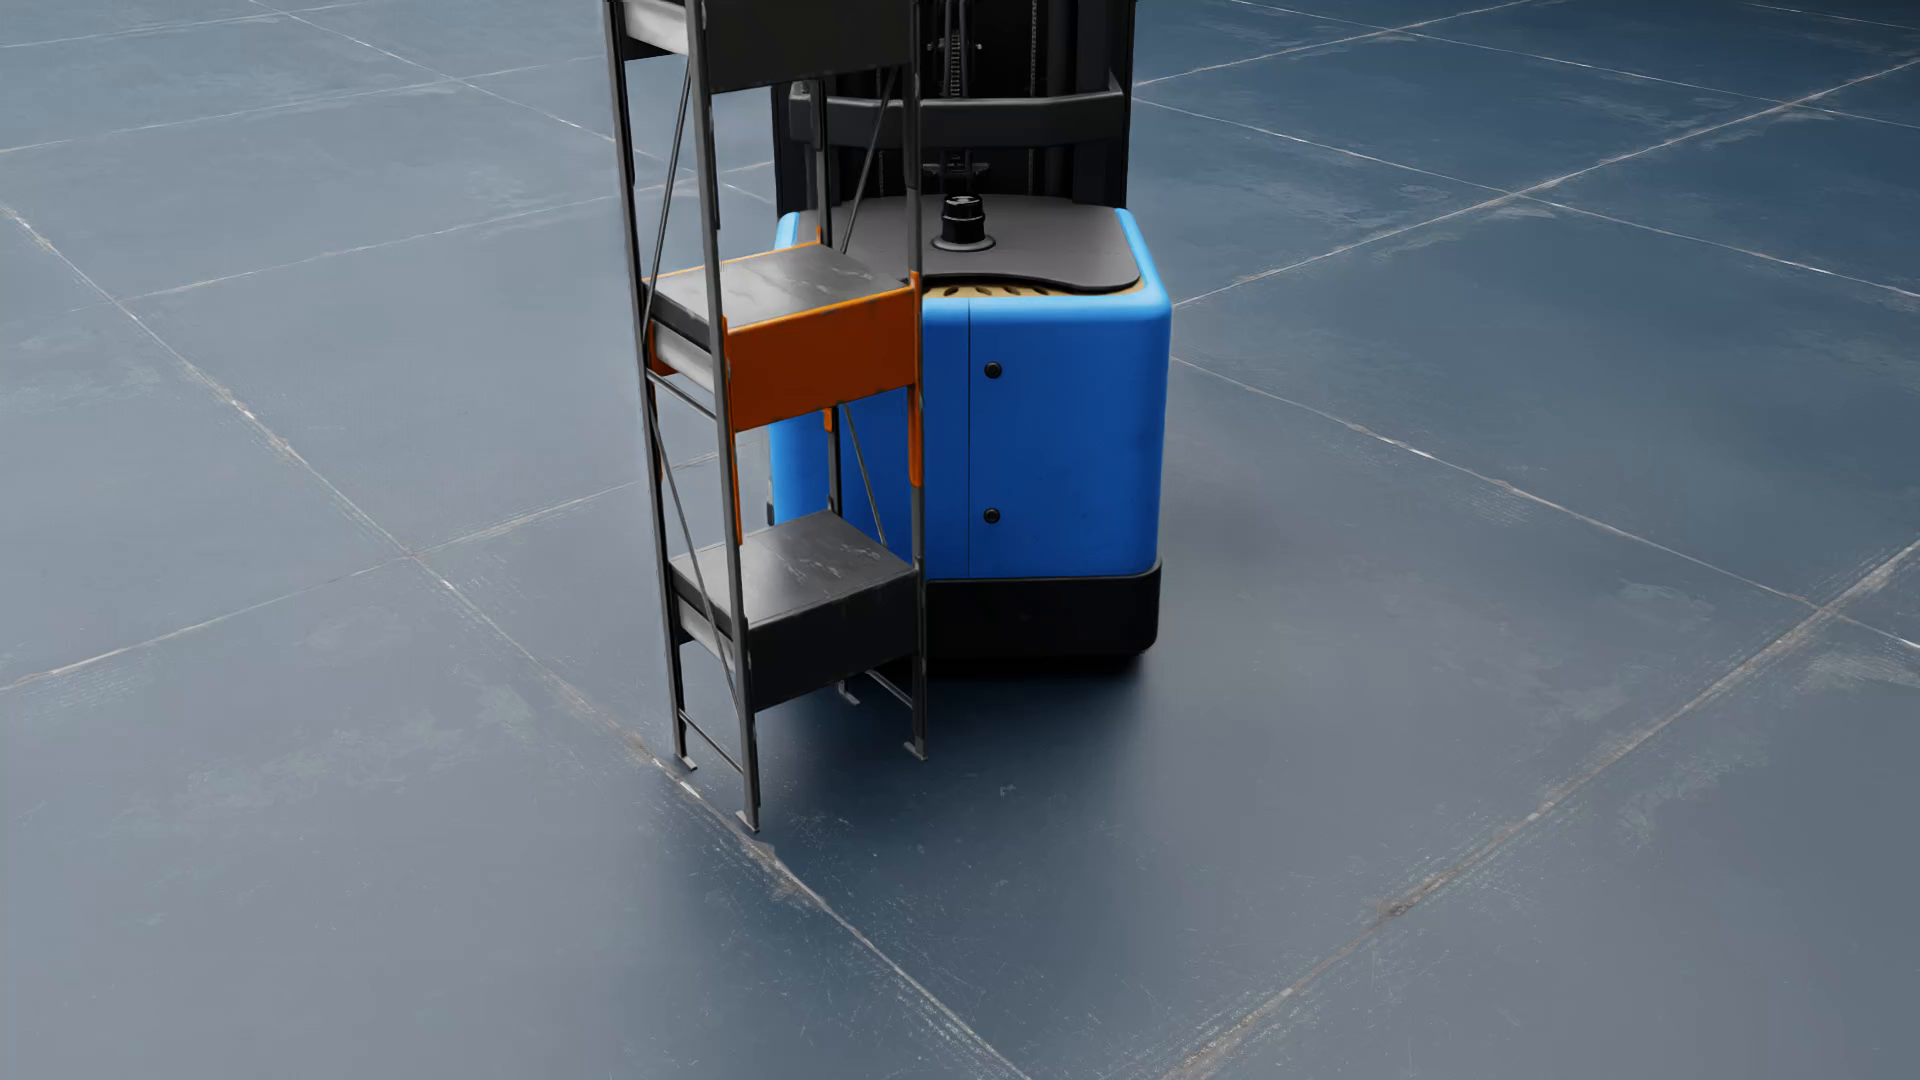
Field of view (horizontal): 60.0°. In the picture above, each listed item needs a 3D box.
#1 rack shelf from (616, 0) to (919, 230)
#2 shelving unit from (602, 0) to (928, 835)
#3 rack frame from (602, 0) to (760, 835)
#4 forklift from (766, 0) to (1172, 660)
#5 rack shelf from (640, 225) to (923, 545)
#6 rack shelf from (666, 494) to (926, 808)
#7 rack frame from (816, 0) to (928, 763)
[{"bbox_3d":[-0.402,-0.978,3.397,0.480,0.518,0.431,-19,33,-31],"label":"rack shelf"},{"bbox_3d":[-0.402,-0.373,3.720,0.503,2.100,0.431,-19,33,-31],"label":"shelving unit"},{"bbox_3d":[-0.599,-0.305,3.594,0.015,2.100,0.400,-19,33,-31],"label":"rack frame"},{"bbox_3d":[-0.037,-1.623,5.177,1.130,2.935,3.031,-1,28,-2],"label":"forklift"},{"bbox_3d":[-0.402,-0.361,3.727,0.480,0.518,0.431,-19,33,-31],"label":"rack shelf"},{"bbox_3d":[-0.402,0.256,4.057,0.480,0.518,0.431,-19,33,-31],"label":"rack shelf"},{"bbox_3d":[-0.205,-0.441,3.847,0.015,2.100,0.400,-19,33,-31],"label":"rack frame"}]
